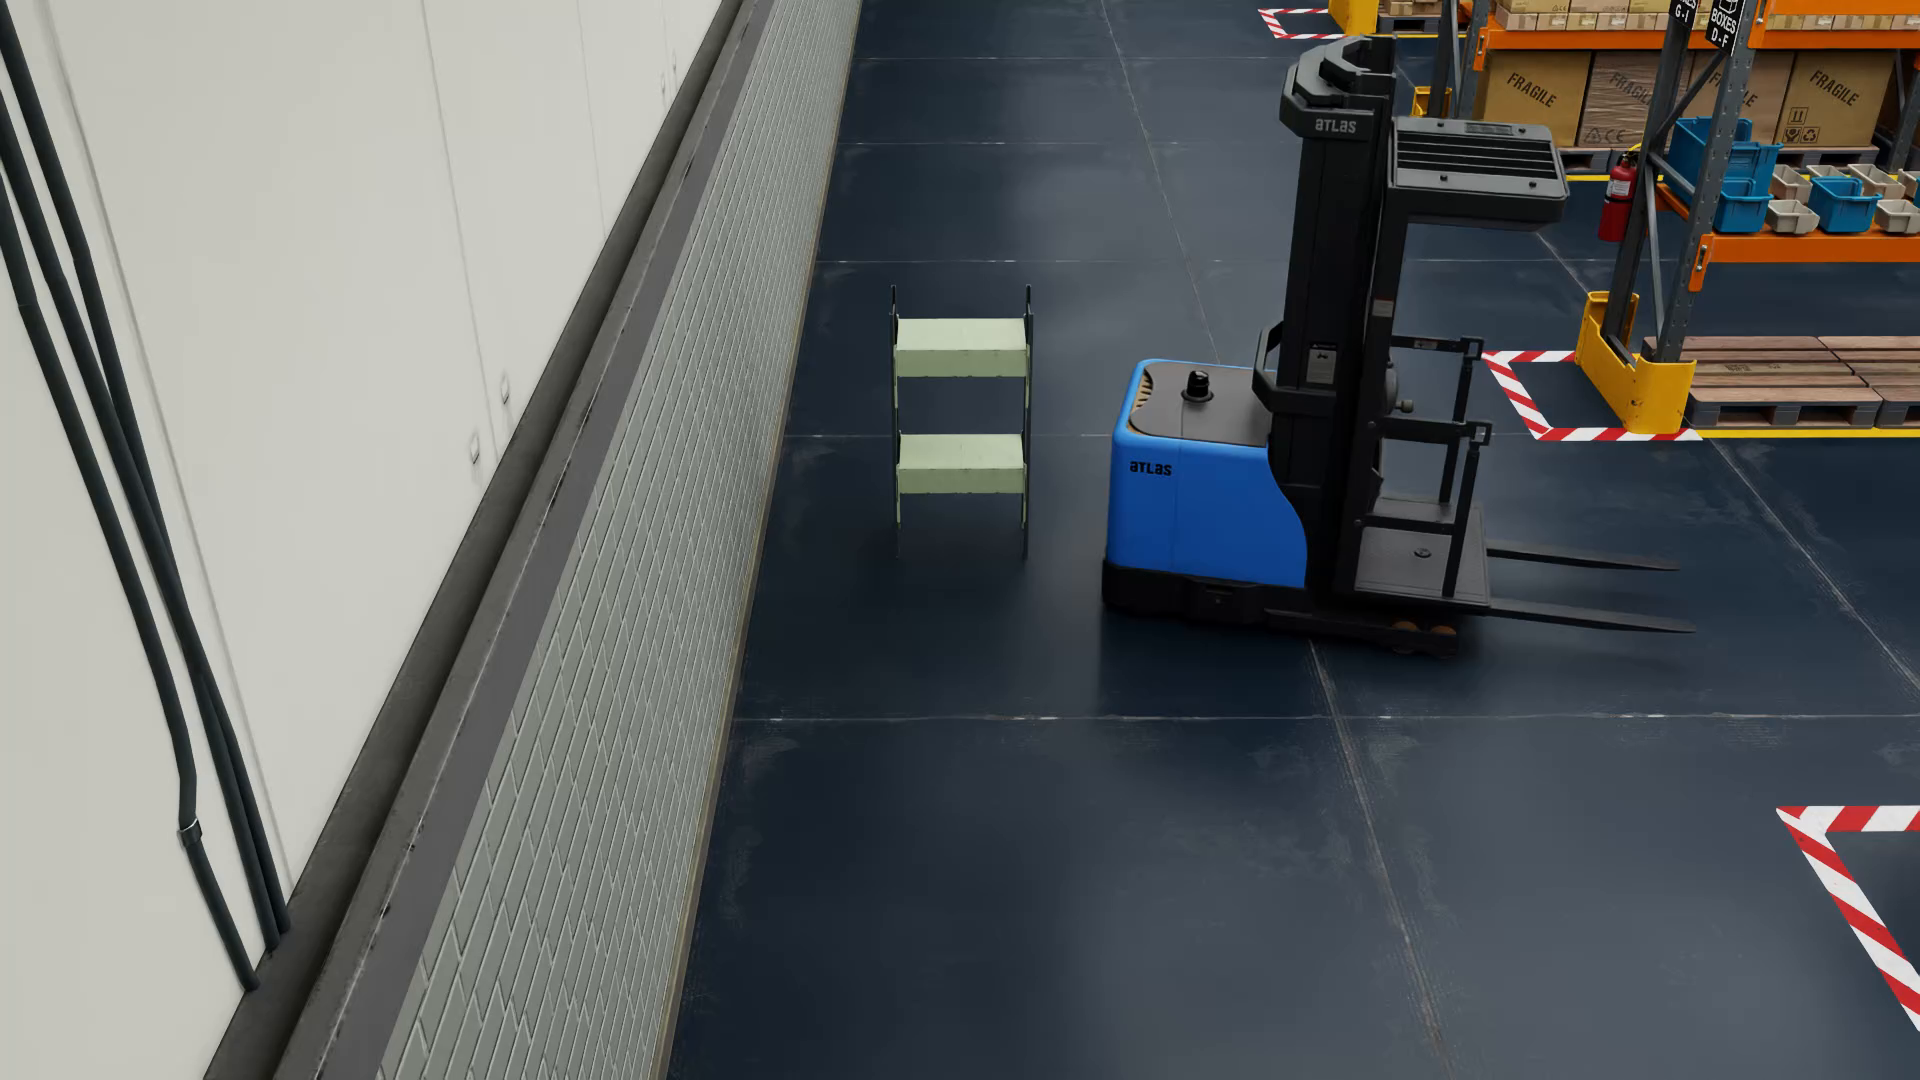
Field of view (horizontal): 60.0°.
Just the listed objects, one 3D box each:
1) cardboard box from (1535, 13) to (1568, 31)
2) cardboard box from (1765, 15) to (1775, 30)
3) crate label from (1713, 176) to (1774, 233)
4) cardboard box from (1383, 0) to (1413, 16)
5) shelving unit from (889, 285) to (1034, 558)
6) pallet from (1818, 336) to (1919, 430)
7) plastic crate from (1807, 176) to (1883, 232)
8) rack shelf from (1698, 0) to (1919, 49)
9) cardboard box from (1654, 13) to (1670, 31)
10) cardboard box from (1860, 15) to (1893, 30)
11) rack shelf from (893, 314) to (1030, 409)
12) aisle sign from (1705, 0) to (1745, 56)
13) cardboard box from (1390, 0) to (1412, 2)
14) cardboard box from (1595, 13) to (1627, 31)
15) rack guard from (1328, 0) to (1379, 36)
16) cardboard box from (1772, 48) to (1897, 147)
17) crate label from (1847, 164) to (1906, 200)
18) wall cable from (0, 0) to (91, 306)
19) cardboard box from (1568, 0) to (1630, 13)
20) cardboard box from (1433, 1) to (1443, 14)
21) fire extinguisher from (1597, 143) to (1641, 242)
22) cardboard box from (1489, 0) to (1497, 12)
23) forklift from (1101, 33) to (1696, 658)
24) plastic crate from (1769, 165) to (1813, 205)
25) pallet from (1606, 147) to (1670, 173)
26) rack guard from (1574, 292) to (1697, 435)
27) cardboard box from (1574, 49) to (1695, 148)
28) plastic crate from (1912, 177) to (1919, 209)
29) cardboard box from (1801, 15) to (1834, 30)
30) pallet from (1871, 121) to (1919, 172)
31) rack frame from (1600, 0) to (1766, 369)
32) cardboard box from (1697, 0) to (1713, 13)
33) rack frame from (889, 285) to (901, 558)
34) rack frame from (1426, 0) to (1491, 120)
[{"bbox_3d":[5.110,-4.570,14.522,0.250,0.149,0.380,-1,31,-1],"label":"cardboard box"},{"bbox_3d":[6.908,-4.576,14.532,0.250,0.149,0.380,-1,31,-1],"label":"cardboard box"},{"bbox_3d":[4.775,-2.061,10.248,0.303,0.233,0.416,0,31,0],"label":"crate label"},{"bbox_3d":[5.093,-6.215,19.335,0.250,0.149,0.380,0,31,1],"label":"cardboard box"},{"bbox_3d":[0.007,-0.641,9.250,0.755,1.500,0.431,0,31,0],"label":"shelving unit"},{"bbox_3d":[6.568,-1.069,11.198,1.213,0.211,1.003,0,31,0],"label":"pallet"},{"bbox_3d":[5.433,-2.063,10.251,0.300,0.233,0.416,0,31,0],"label":"plastic crate"},{"bbox_3d":[6.526,-3.258,9.919,4.000,0.370,1.077,0,31,0],"label":"rack shelf"},{"bbox_3d":[6.139,-4.574,14.528,0.250,0.149,0.380,0,31,-1],"label":"cardboard box"},{"bbox_3d":[7.935,-4.579,14.537,0.250,0.149,0.380,0,31,1],"label":"cardboard box"},{"bbox_3d":[0.007,-0.975,9.048,0.720,0.370,0.431,0,31,0],"label":"rack shelf"},{"bbox_3d":[4.456,-3.234,9.571,0.004,0.787,0.394,0,31,0],"label":"aisle sign"},{"bbox_3d":[5.093,-6.375,19.312,0.250,0.149,0.380,1,31,2],"label":"cardboard box"},{"bbox_3d":[5.626,-4.573,14.526,0.250,0.149,0.380,-1,31,-1],"label":"cardboard box"},{"bbox_3d":[4.643,-6.351,19.624,0.348,0.500,1.175,0,31,0],"label":"rack guard"},{"bbox_3d":[7.835,-4.169,15.262,0.875,0.875,0.875,0,31,0],"label":"cardboard box"},{"bbox_3d":[5.909,-2.293,10.723,0.243,0.136,0.396,0,31,0],"label":"crate label"},{"bbox_3d":[-1.089,-2.105,2.559,0.112,2.526,3.097,0,31,0],"label":"wall cable"},{"bbox_3d":[5.497,-4.776,14.476,0.500,0.250,0.500,-1,31,-1],"label":"cardboard box"},{"bbox_3d":[5.603,-6.263,19.414,0.250,0.149,0.380,0,31,0],"label":"cardboard box"},{"bbox_3d":[4.372,-2.320,11.005,0.183,0.674,0.296,0,31,0],"label":"fire extinguisher"},{"bbox_3d":[4.850,-4.911,15.083,0.250,0.149,0.380,0,31,1],"label":"cardboard box"},{"bbox_3d":[2.339,-0.942,8.367,3.031,2.935,1.130,7,32,11],"label":"forklift"},{"bbox_3d":[5.340,-2.286,10.712,0.243,0.136,0.396,0,31,0],"label":"plastic crate"},{"bbox_3d":[6.512,-3.699,15.533,1.213,0.211,1.003,0,31,0],"label":"pallet"},{"bbox_3d":[4.502,-1.201,11.137,0.348,0.500,1.175,0,31,0],"label":"rack guard"},{"bbox_3d":[6.045,-4.164,15.253,0.875,0.875,0.875,0,31,0],"label":"cardboard box"},{"bbox_3d":[6.091,-2.065,10.255,0.300,0.233,0.416,0,31,0],"label":"plastic crate"},{"bbox_3d":[7.422,-4.578,14.535,0.250,0.149,0.380,0,31,1],"label":"cardboard box"},{"bbox_3d":[9.267,-3.708,15.547,1.213,0.211,1.003,0,31,0],"label":"pallet"},{"bbox_3d":[4.526,-2.277,10.500,0.127,3.000,1.000,0,31,0],"label":"rack frame"},{"bbox_3d":[6.522,-4.780,14.483,0.500,0.250,0.500,-1,31,-1],"label":"cardboard box"},{"bbox_3d":[-0.359,-0.640,9.248,0.023,1.500,0.400,0,31,0],"label":"rack frame"},{"bbox_3d":[4.496,-4.846,14.735,0.127,3.000,1.000,0,31,0],"label":"rack frame"}]
